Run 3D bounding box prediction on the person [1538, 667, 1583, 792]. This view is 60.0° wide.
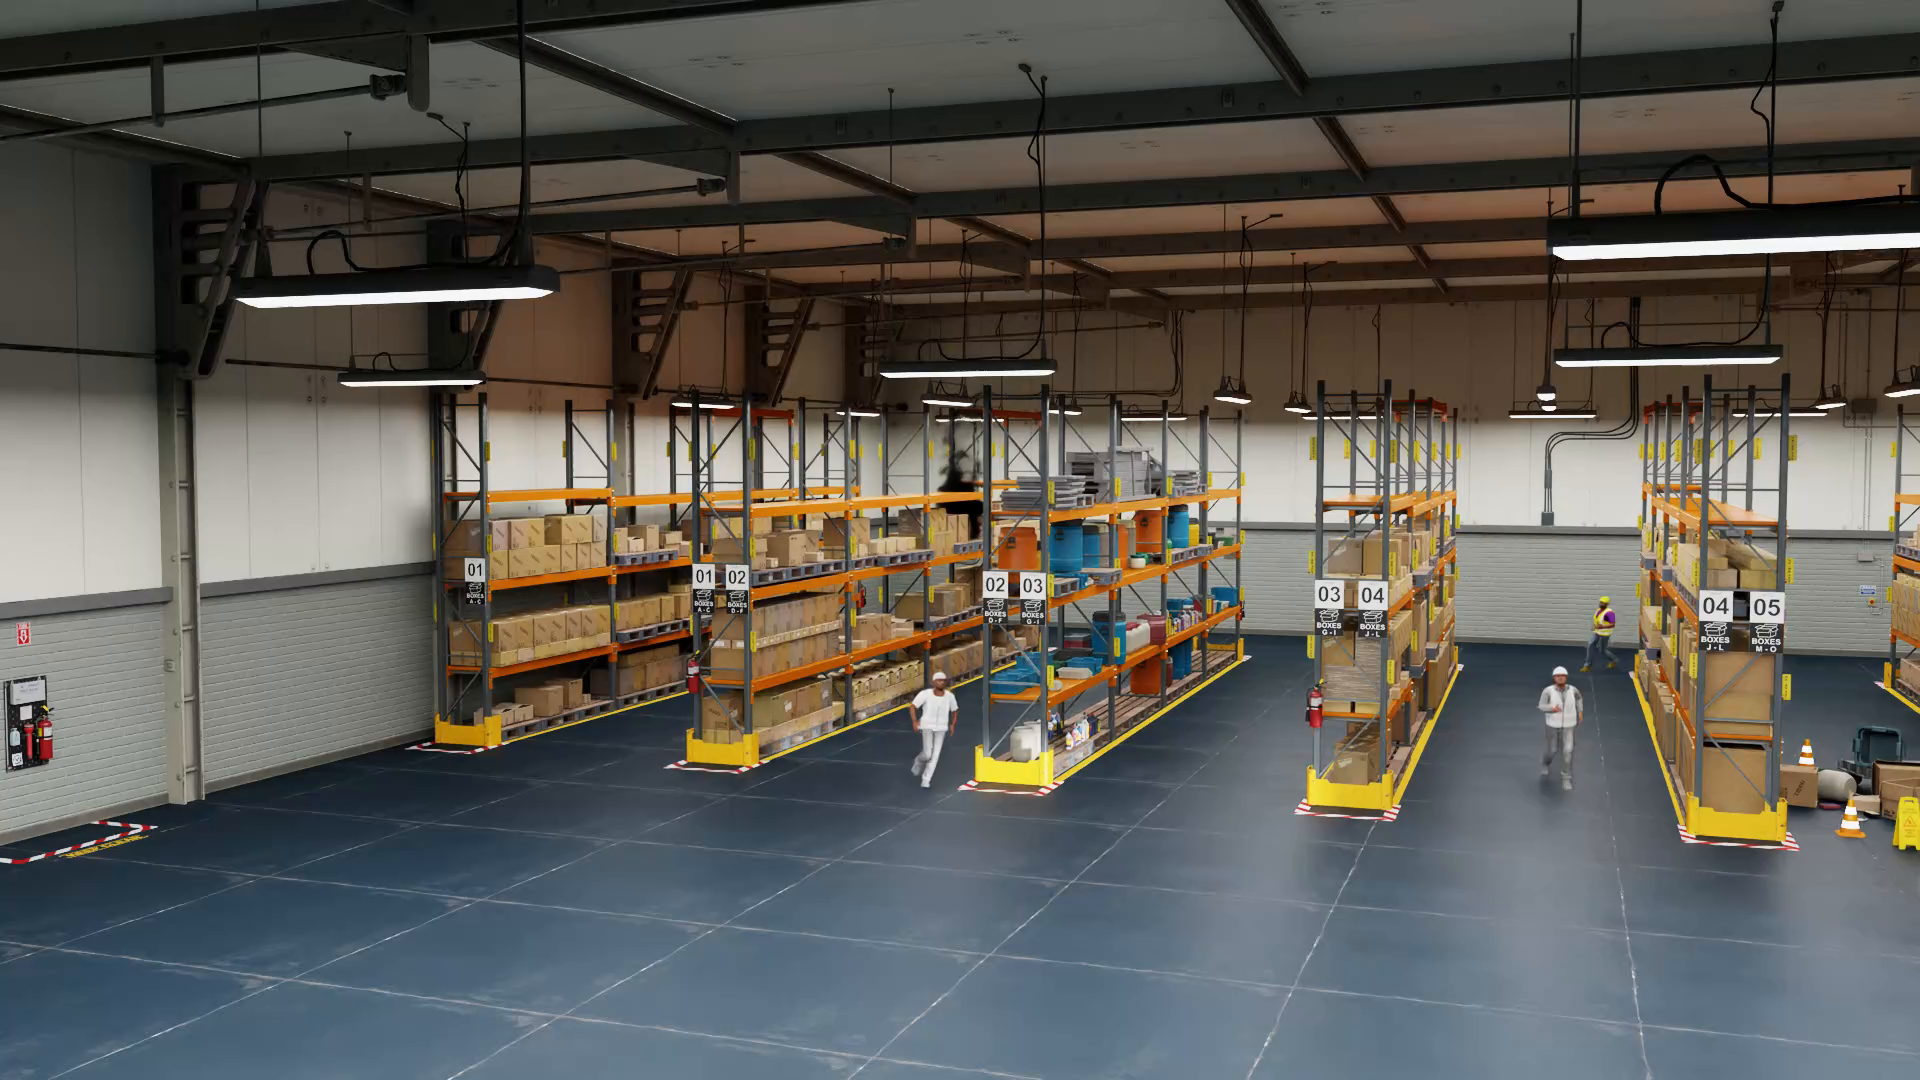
[{"bbox_3d":[8.995,2.787,24.930,0.665,1.806,0.953,1,3,11],"label":"person"}]

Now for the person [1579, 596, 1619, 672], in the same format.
[{"bbox_3d":[14.572,2.138,37.617,0.916,1.759,0.734,-1,3,-14],"label":"person"}]

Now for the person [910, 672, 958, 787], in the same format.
[{"bbox_3d":[-0.362,2.827,24.947,0.741,1.695,0.603,-1,3,-15],"label":"person"}]
